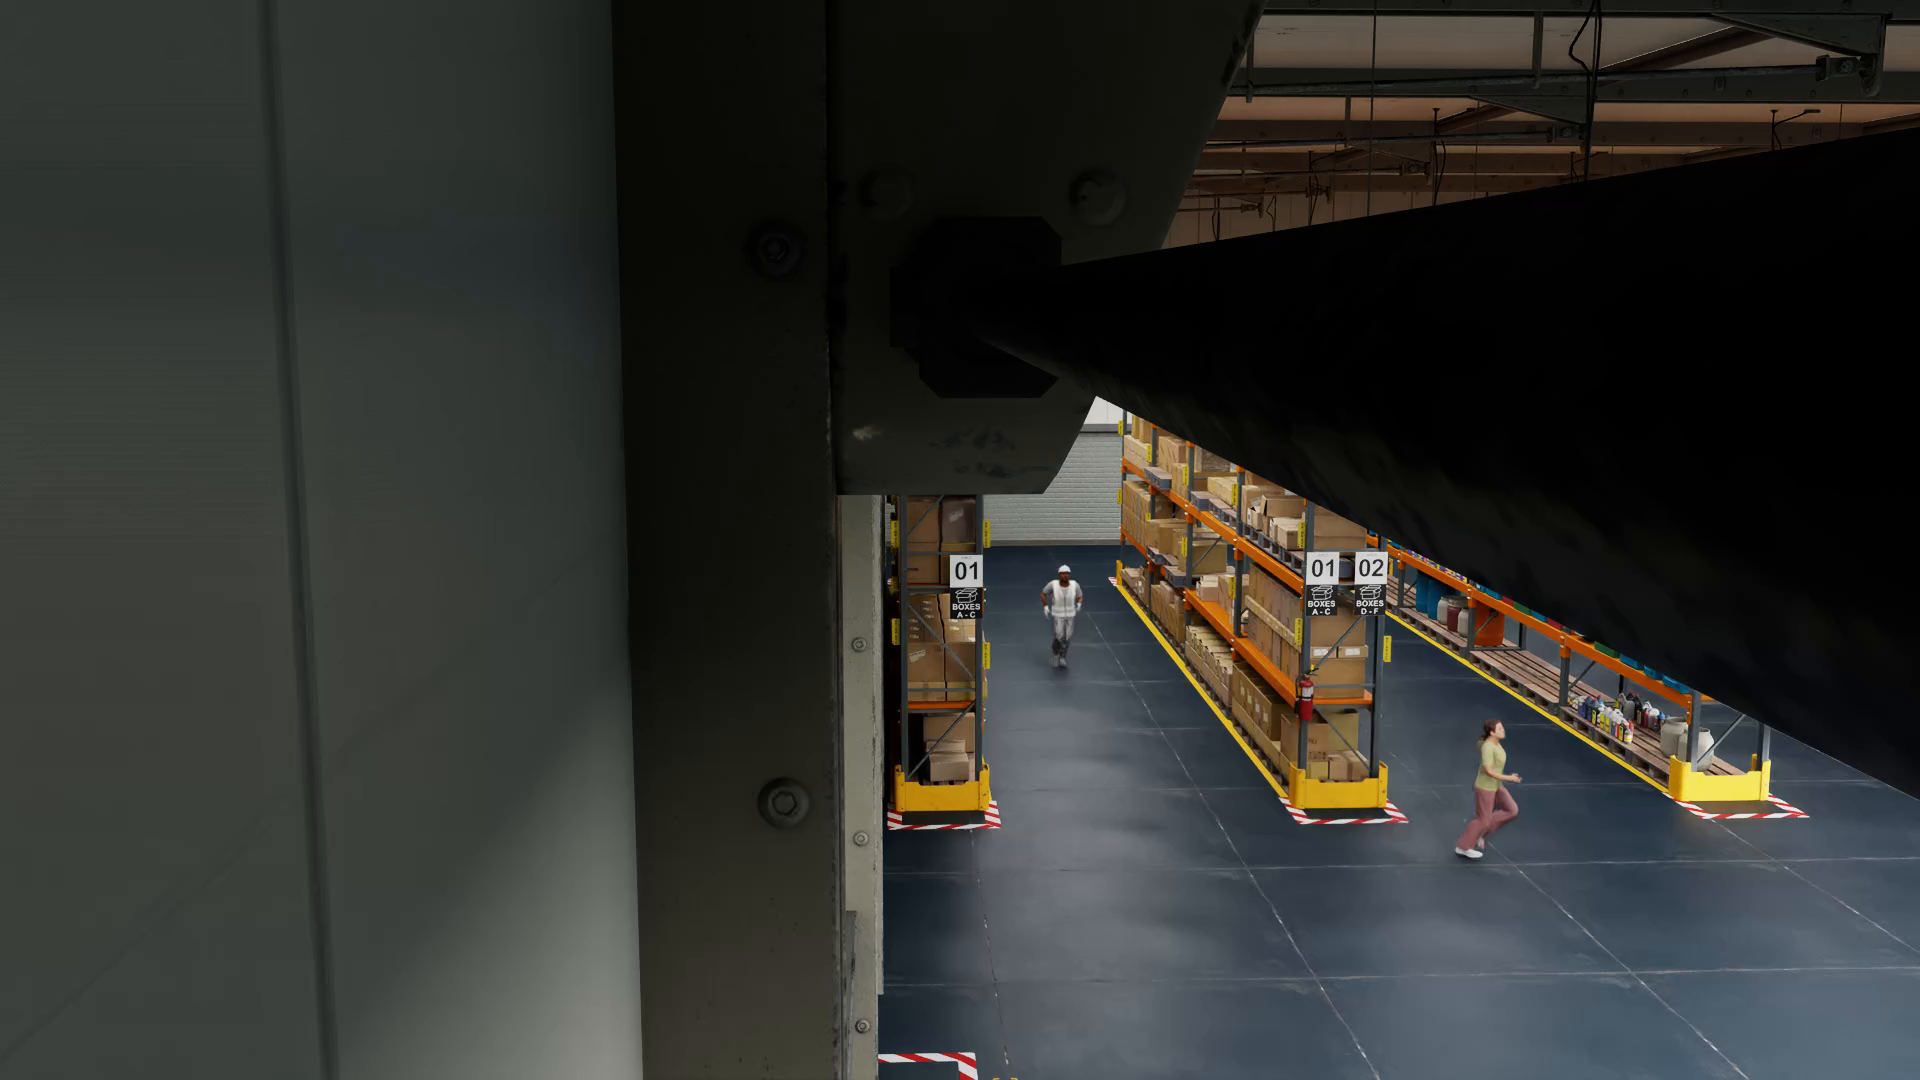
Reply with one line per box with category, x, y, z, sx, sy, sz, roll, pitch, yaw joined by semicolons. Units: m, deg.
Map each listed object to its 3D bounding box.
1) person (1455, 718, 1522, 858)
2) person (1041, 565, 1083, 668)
person;5.965;2.781;18.686;0.698;1.625;0.607;5;10;29
person;1.770;1.307;28.225;0.679;1.765;0.660;-2;9;-12
